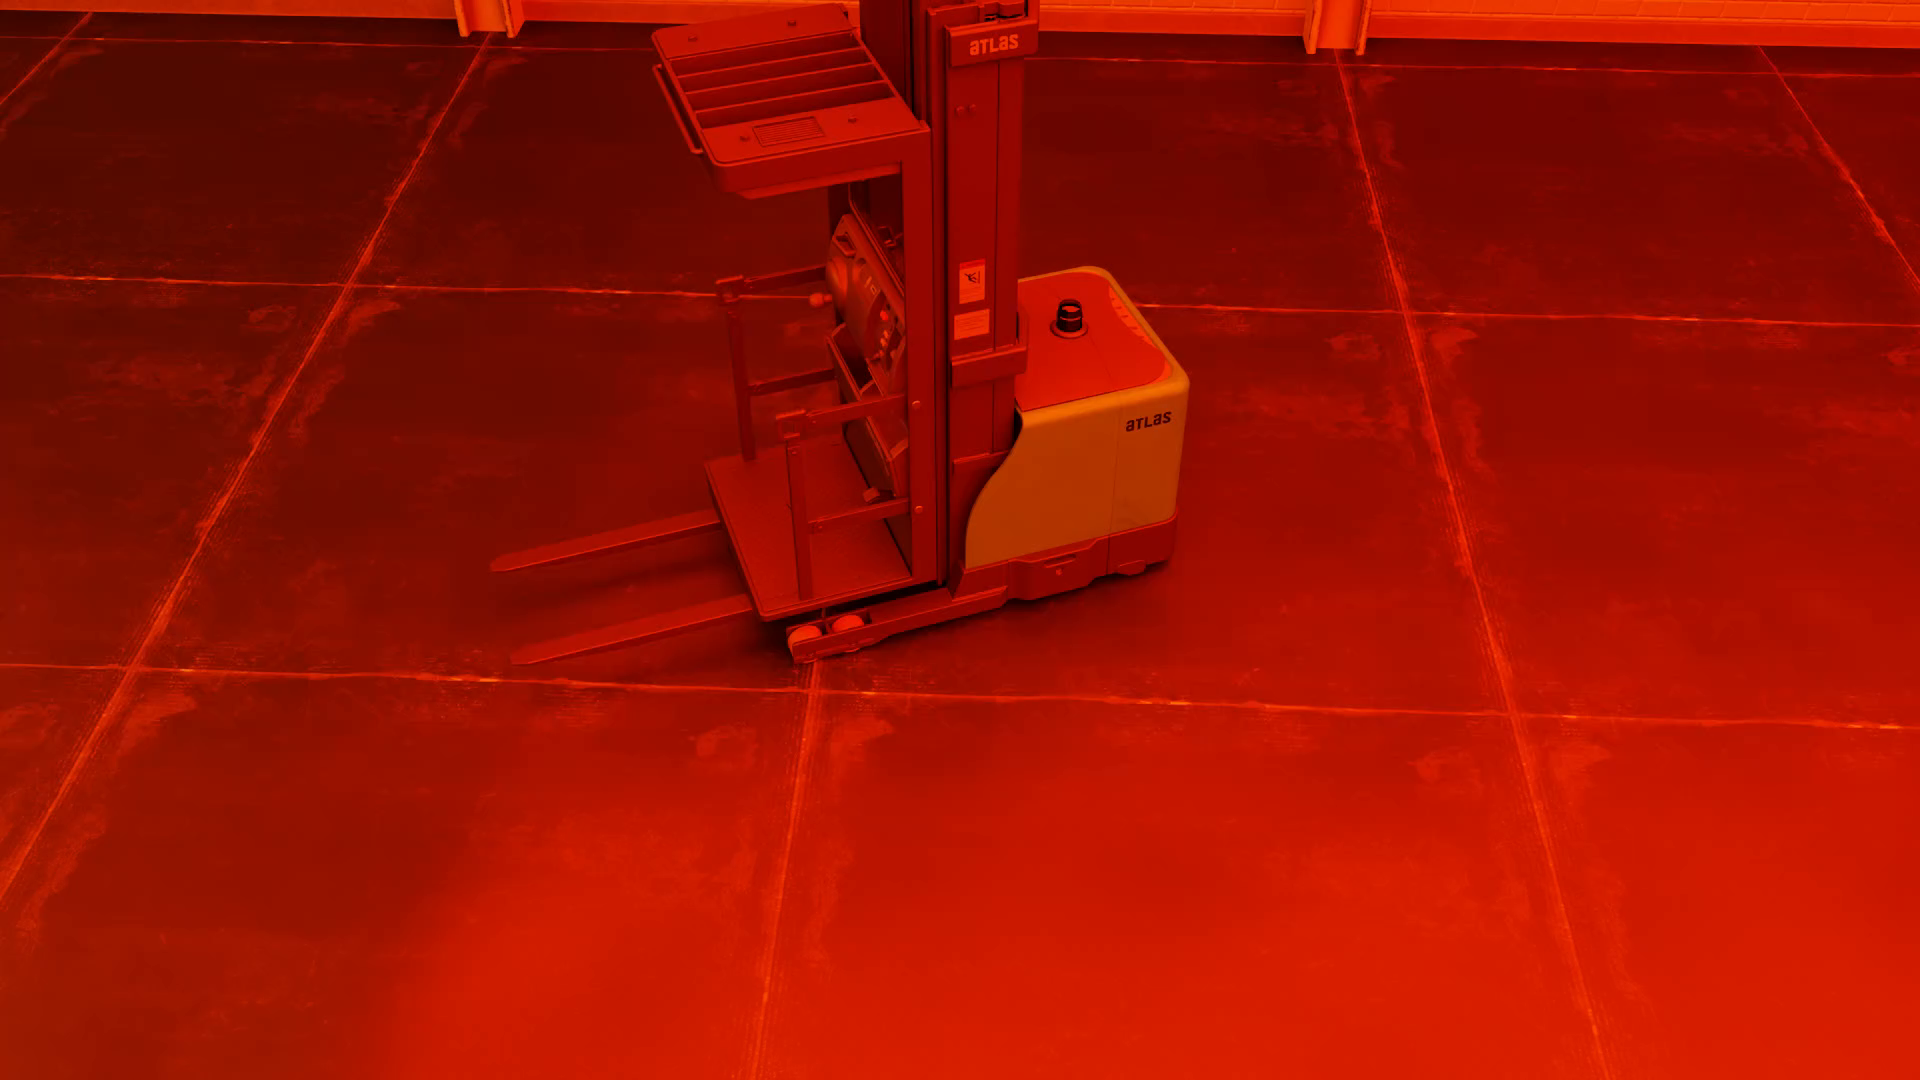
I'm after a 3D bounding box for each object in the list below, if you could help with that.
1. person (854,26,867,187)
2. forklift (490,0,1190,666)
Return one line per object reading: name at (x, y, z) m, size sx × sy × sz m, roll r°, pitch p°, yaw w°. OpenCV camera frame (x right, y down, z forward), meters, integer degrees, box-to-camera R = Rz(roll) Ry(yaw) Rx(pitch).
person at (-0.335, -1.999, 8.911) m, size 0.473 × 1.600 × 0.520 m, roll -5°, pitch 43°, yaw -6°
forklift at (-0.573, -0.945, 6.778) m, size 3.031 × 2.935 × 1.130 m, roll -13°, pitch 44°, yaw -14°
